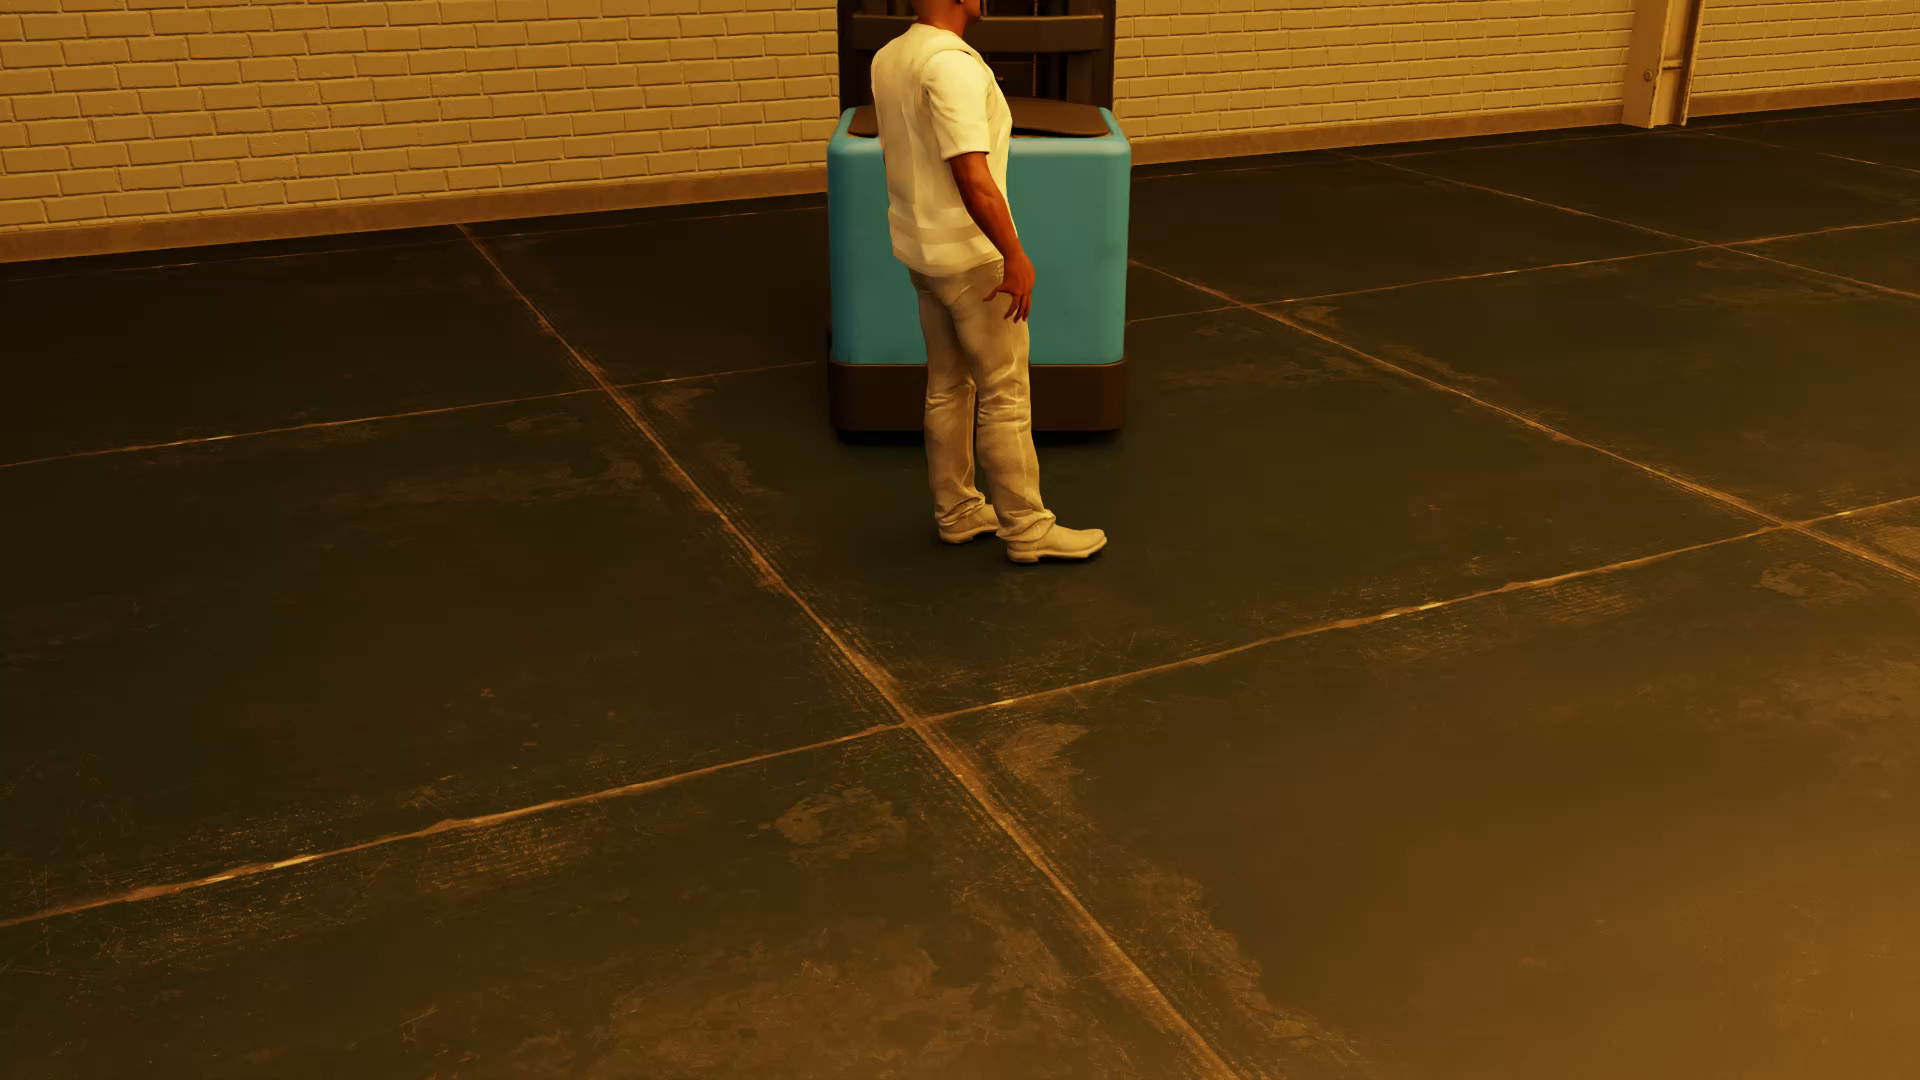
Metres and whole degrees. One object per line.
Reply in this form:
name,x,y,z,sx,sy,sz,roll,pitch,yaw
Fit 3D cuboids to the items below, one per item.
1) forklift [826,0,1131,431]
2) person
forklift,0.064,-2.249,6.701,1.130,2.935,3.031,0,23,0
person,0.066,-0.832,4.789,0.574,1.769,0.665,-10,25,-23
